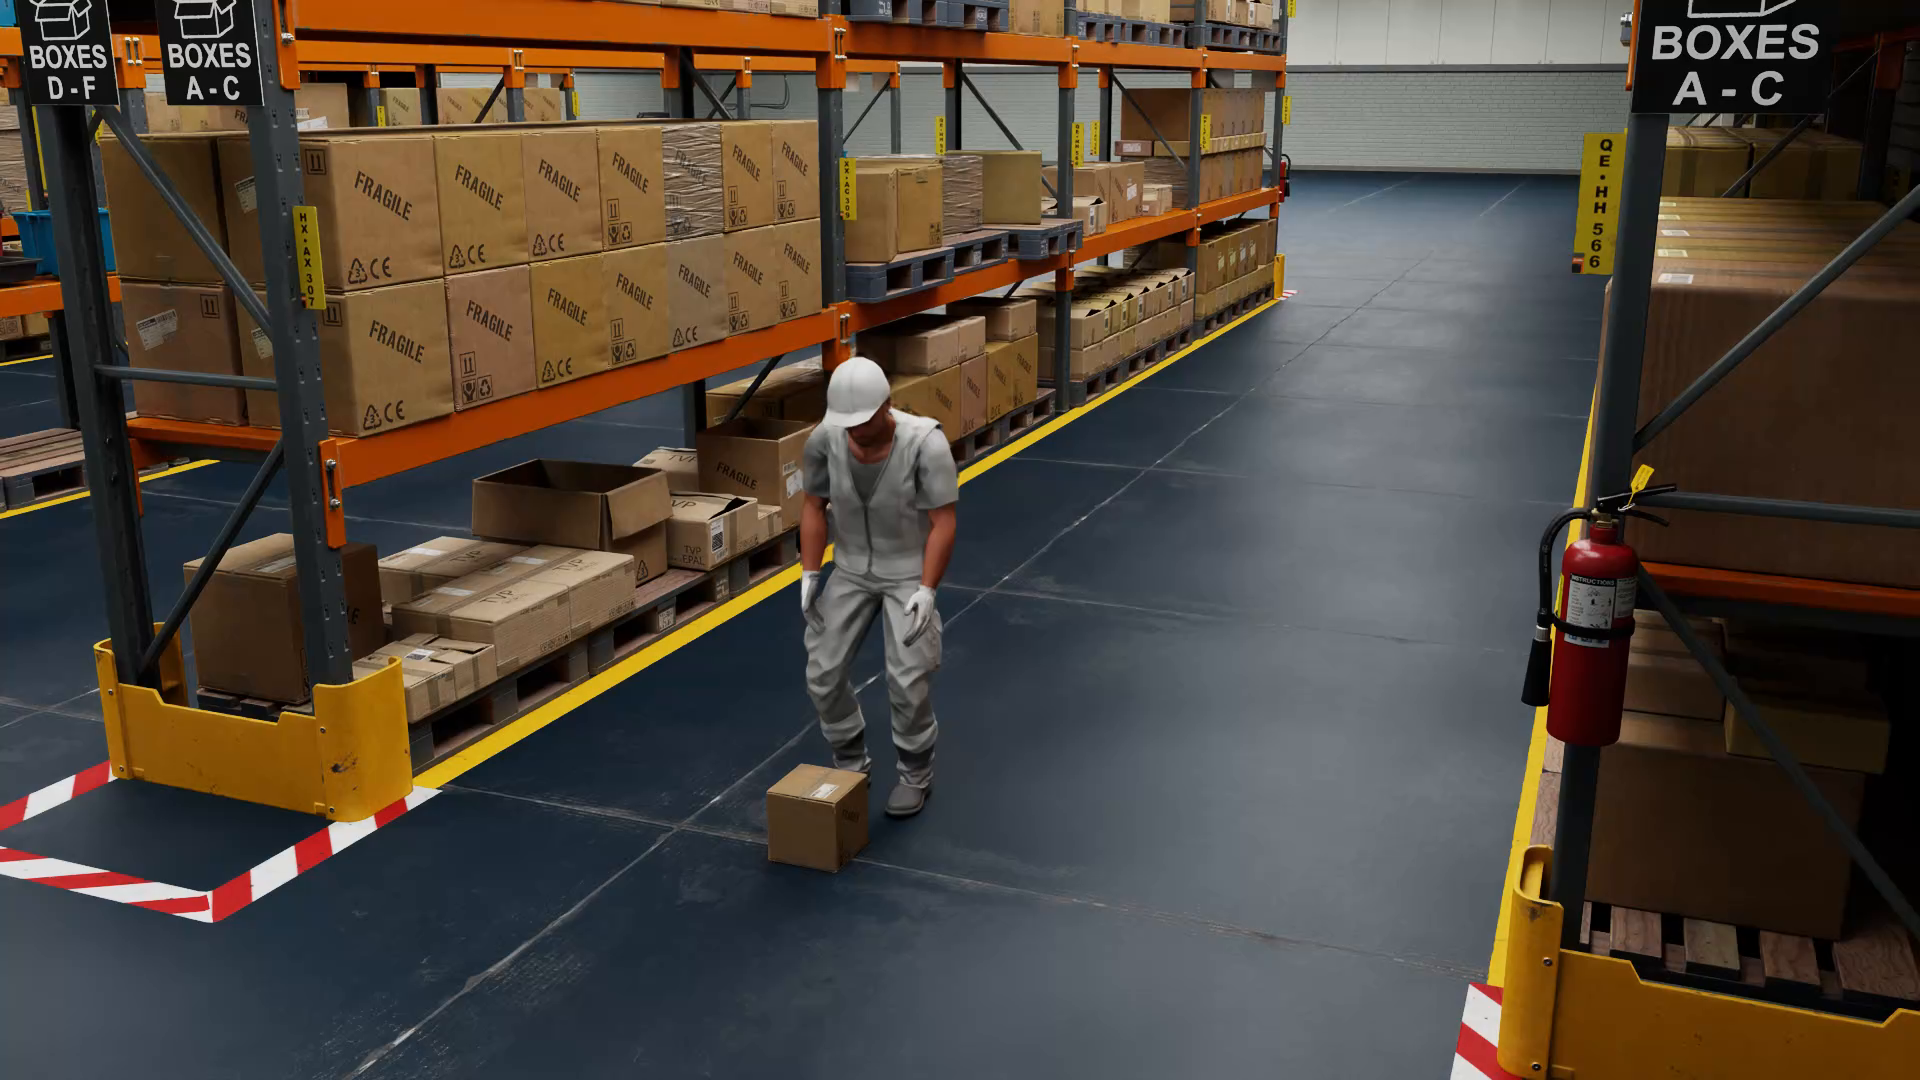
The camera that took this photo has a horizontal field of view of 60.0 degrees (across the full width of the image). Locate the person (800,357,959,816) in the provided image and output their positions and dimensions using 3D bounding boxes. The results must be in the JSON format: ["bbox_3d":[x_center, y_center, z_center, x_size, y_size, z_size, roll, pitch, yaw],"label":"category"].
[{"bbox_3d":[-0.273,0.156,5.716,0.568,1.627,0.602,6,16,22],"label":"person"}]
